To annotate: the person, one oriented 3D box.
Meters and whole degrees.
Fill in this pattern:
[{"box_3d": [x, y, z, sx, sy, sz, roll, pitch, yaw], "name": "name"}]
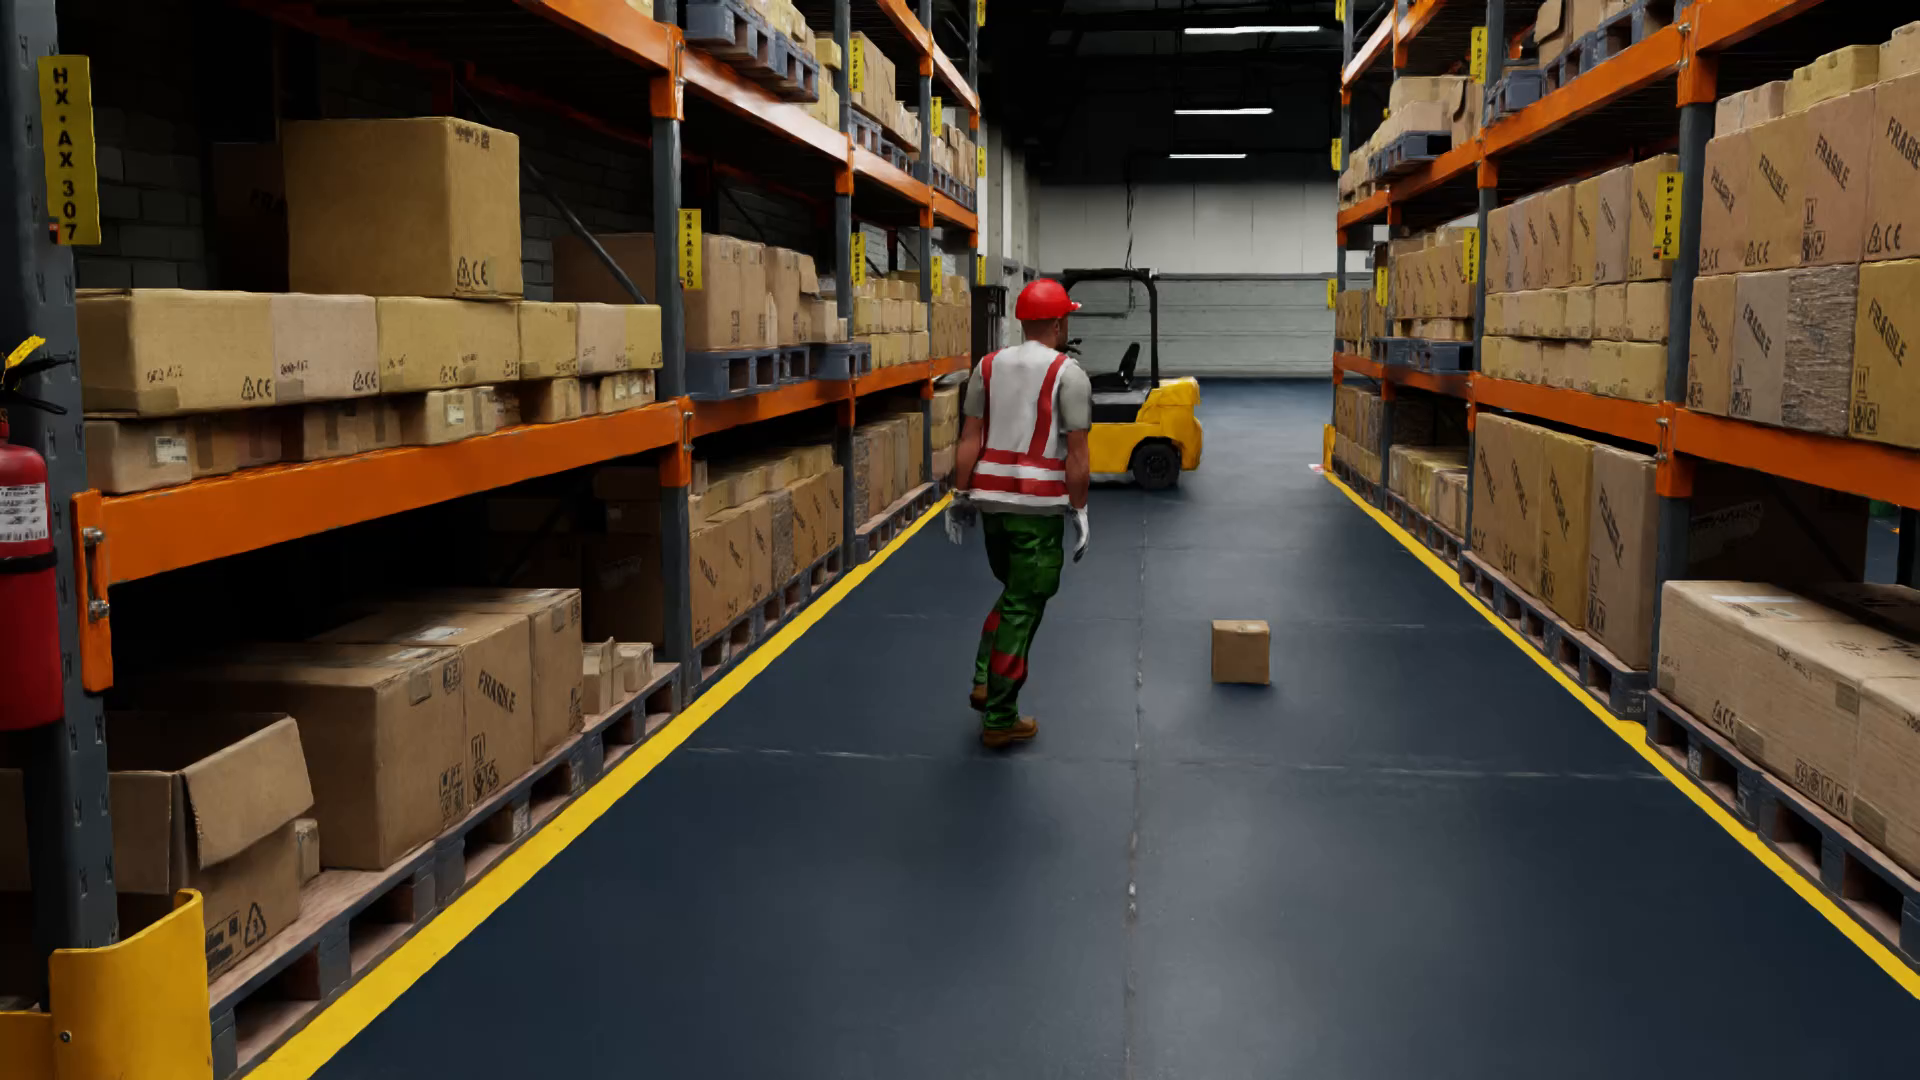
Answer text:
[{"box_3d": [0.251, -0.117, 6.441, 0.581, 1.772, 0.497, 6, 10, 39], "name": "person"}]
